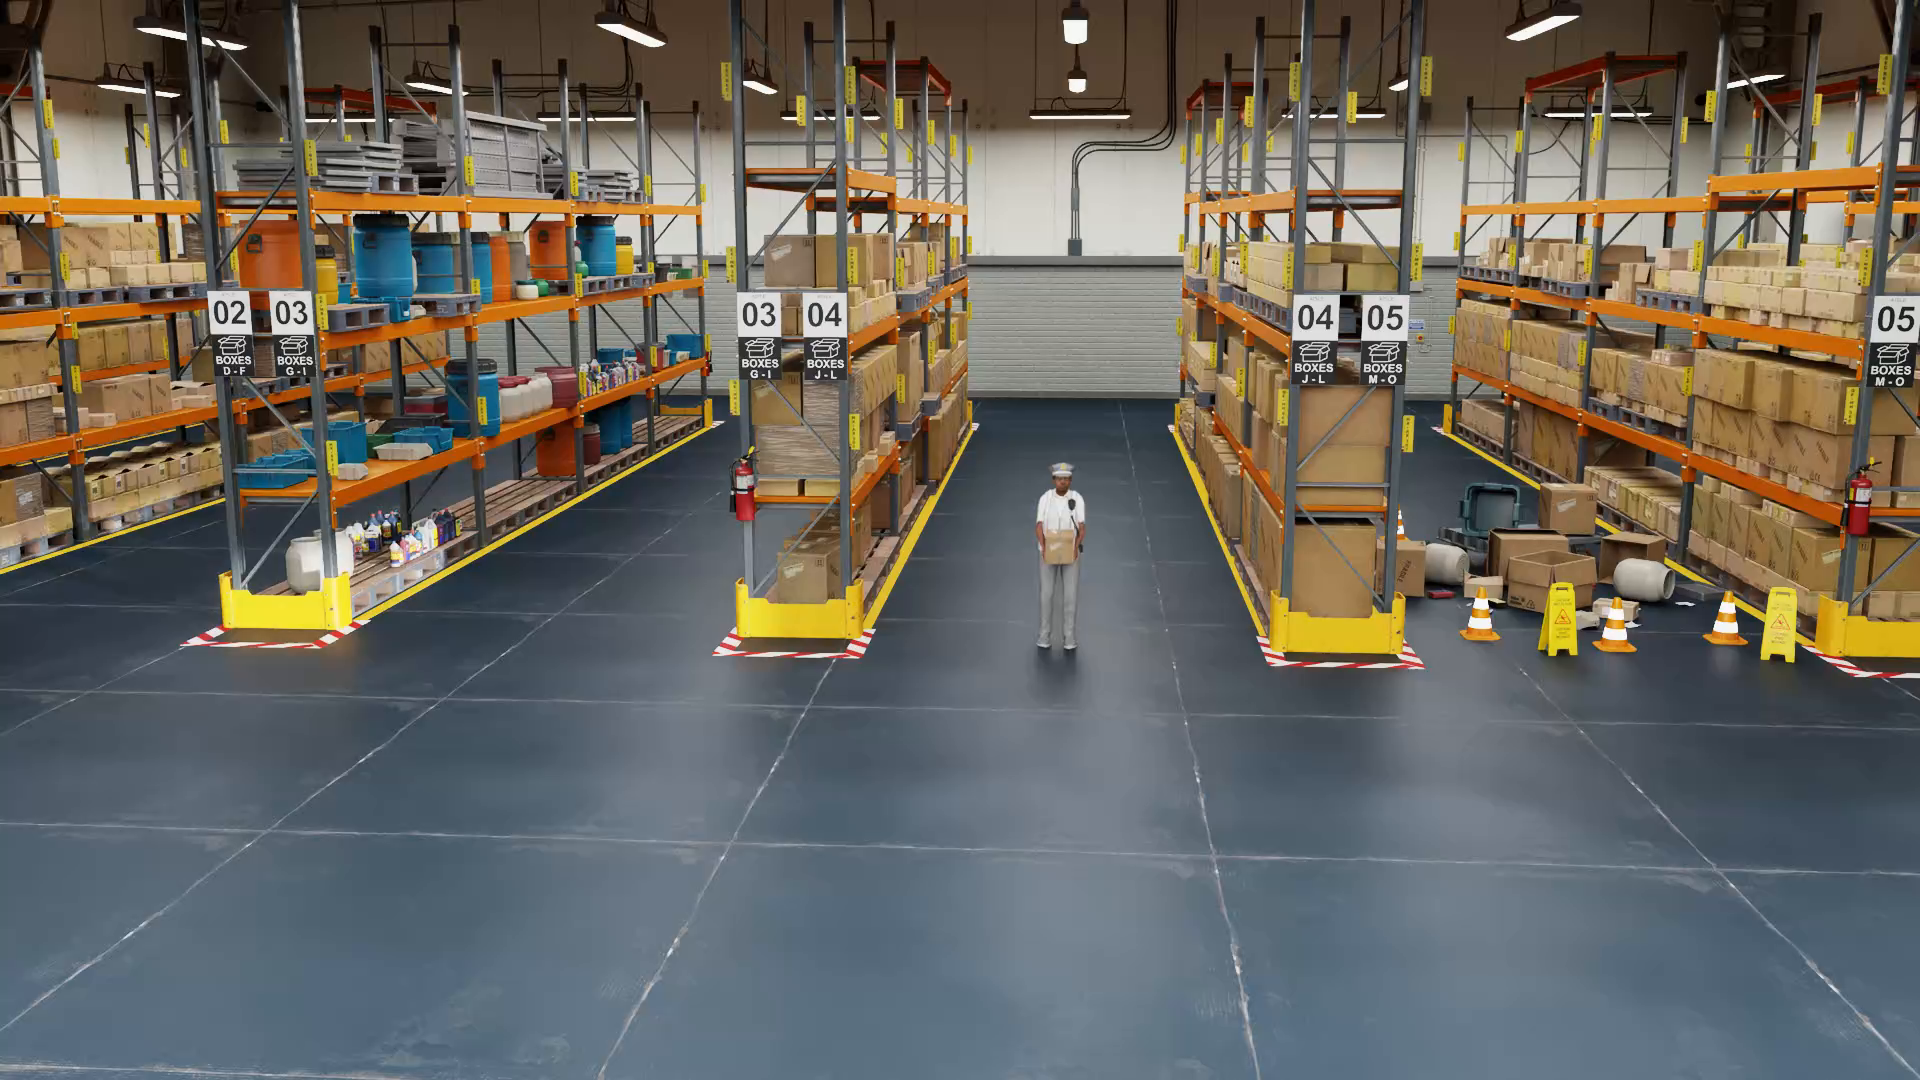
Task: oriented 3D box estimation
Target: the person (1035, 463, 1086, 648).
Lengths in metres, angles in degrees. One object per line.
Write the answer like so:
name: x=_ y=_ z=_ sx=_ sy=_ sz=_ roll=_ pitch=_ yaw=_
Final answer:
person: x=0.912 y=0.141 z=15.120 sx=0.468 sy=1.688 sz=0.503 roll=1 pitch=11 yaw=3
